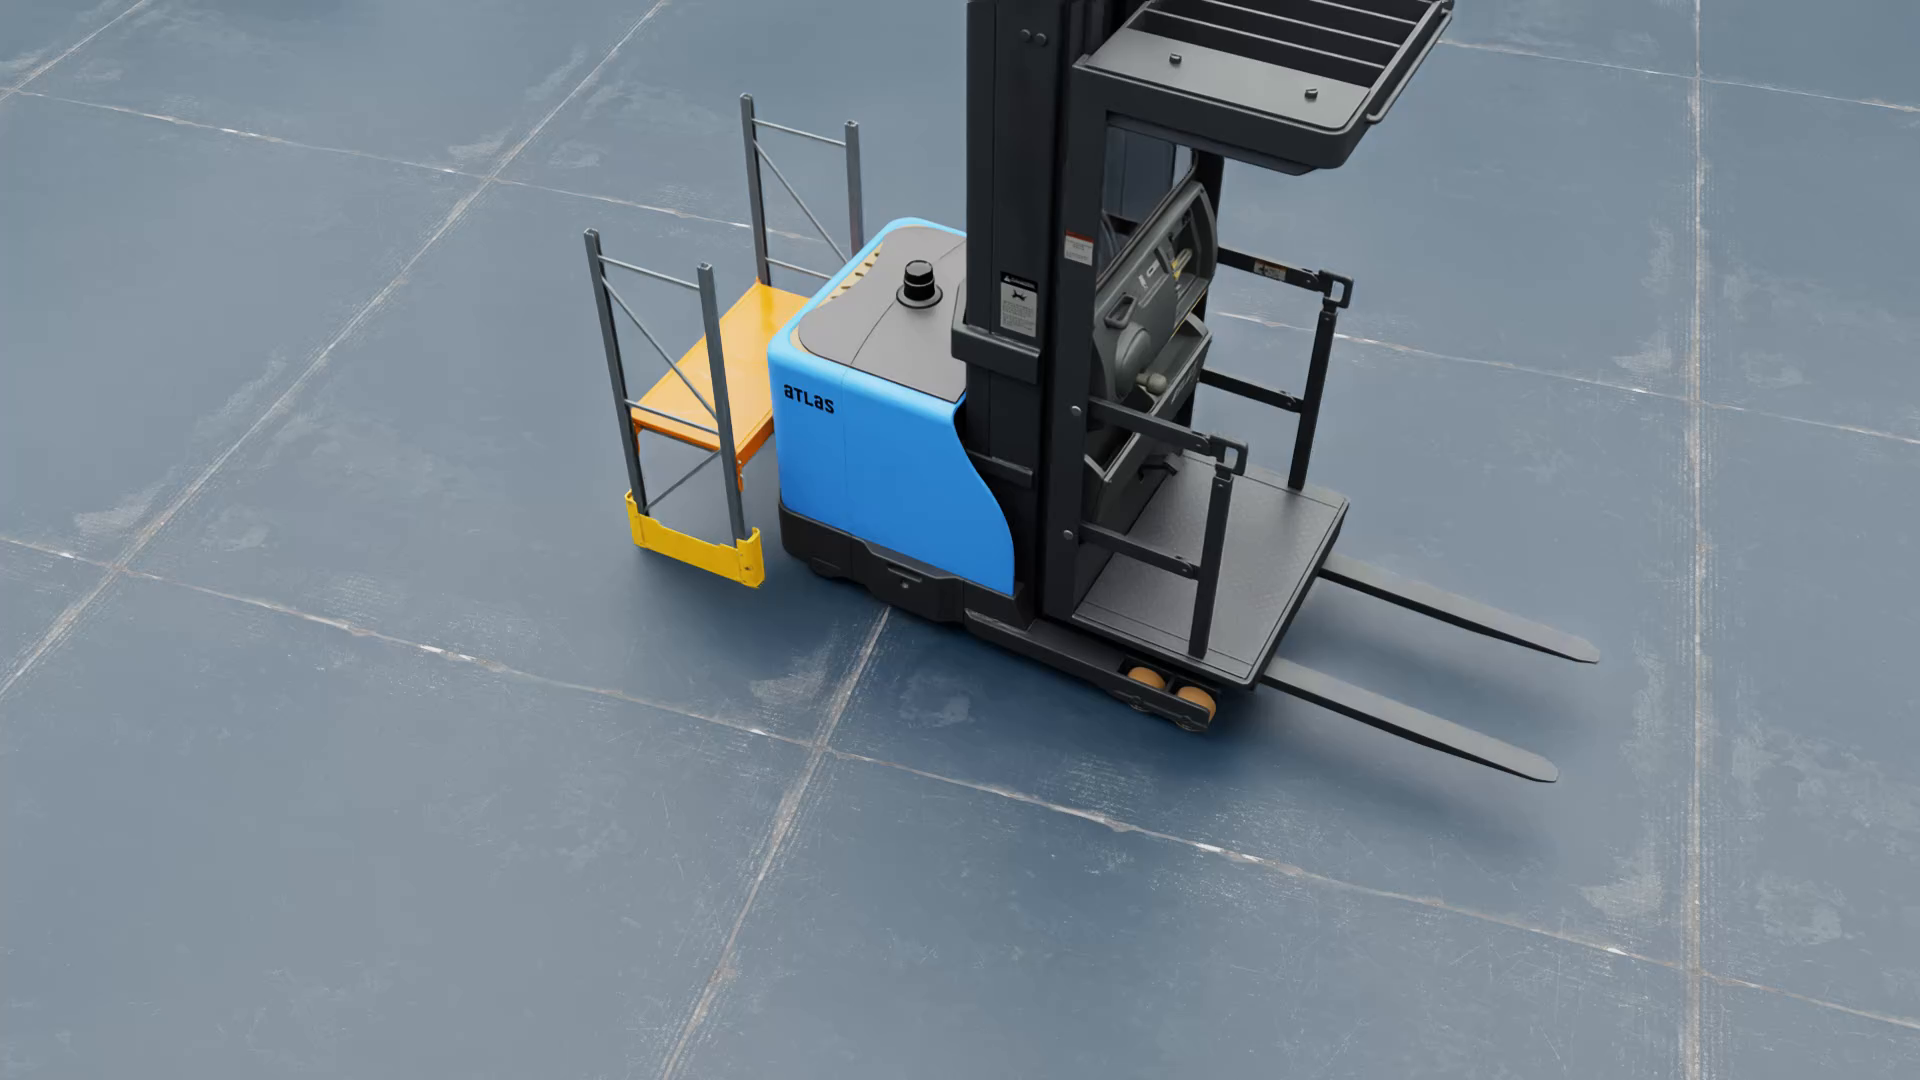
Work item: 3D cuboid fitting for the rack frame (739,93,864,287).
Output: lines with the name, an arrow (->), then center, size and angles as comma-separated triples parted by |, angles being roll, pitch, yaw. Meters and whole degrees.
rack frame -> -0.609, -1.086, 6.787 | 0.500, 1.500, 0.032 | 19, 47, 18

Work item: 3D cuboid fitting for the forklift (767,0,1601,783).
forklift -> 0.833, -0.782, 5.453 | 3.031, 2.935, 1.130 | 21, 48, 20

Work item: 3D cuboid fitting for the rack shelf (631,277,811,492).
rack shelf -> -0.833, -0.638, 6.587 | 0.538, 0.185, 1.000 | 19, 47, 18

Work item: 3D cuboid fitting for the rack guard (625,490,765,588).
rack guard -> -1.049, -0.013, 6.585 | 0.587, 0.250, 0.087 | 19, 47, 18

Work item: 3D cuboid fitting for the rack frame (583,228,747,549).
rack frame -> -1.057, -0.447, 6.135 | 0.500, 1.500, 0.032 | 19, 47, 18

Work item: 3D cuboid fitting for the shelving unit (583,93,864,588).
shelving unit -> -0.829, -0.772, 6.467 | 0.587, 1.500, 1.083 | 19, 47, 18
